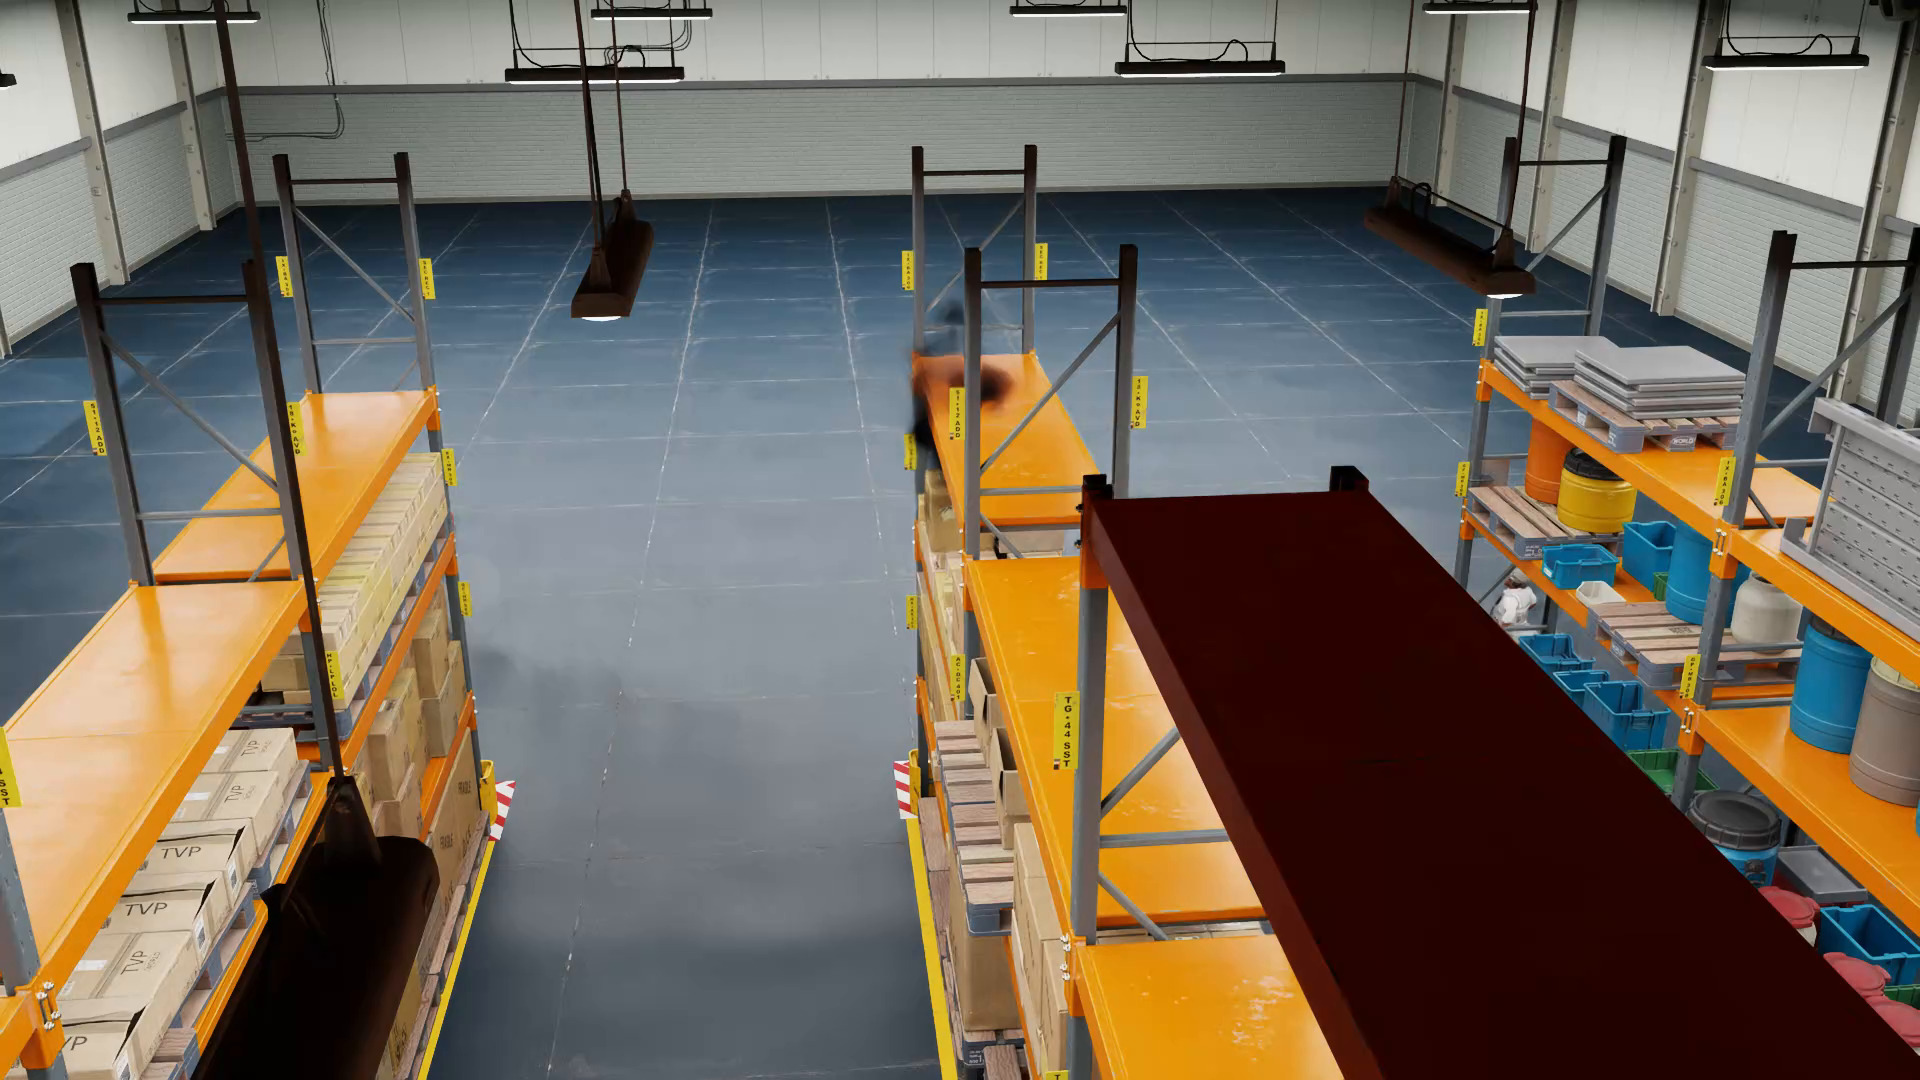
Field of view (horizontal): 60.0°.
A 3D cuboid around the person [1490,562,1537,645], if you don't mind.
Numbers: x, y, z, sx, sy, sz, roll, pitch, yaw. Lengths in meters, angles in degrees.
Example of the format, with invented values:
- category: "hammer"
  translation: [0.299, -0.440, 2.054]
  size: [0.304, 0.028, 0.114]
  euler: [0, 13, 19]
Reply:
- category: "person"
  translation: [5.589, 1.000, 16.881]
  size: [0.706, 1.680, 0.673]
  euler: [15, 26, 32]
